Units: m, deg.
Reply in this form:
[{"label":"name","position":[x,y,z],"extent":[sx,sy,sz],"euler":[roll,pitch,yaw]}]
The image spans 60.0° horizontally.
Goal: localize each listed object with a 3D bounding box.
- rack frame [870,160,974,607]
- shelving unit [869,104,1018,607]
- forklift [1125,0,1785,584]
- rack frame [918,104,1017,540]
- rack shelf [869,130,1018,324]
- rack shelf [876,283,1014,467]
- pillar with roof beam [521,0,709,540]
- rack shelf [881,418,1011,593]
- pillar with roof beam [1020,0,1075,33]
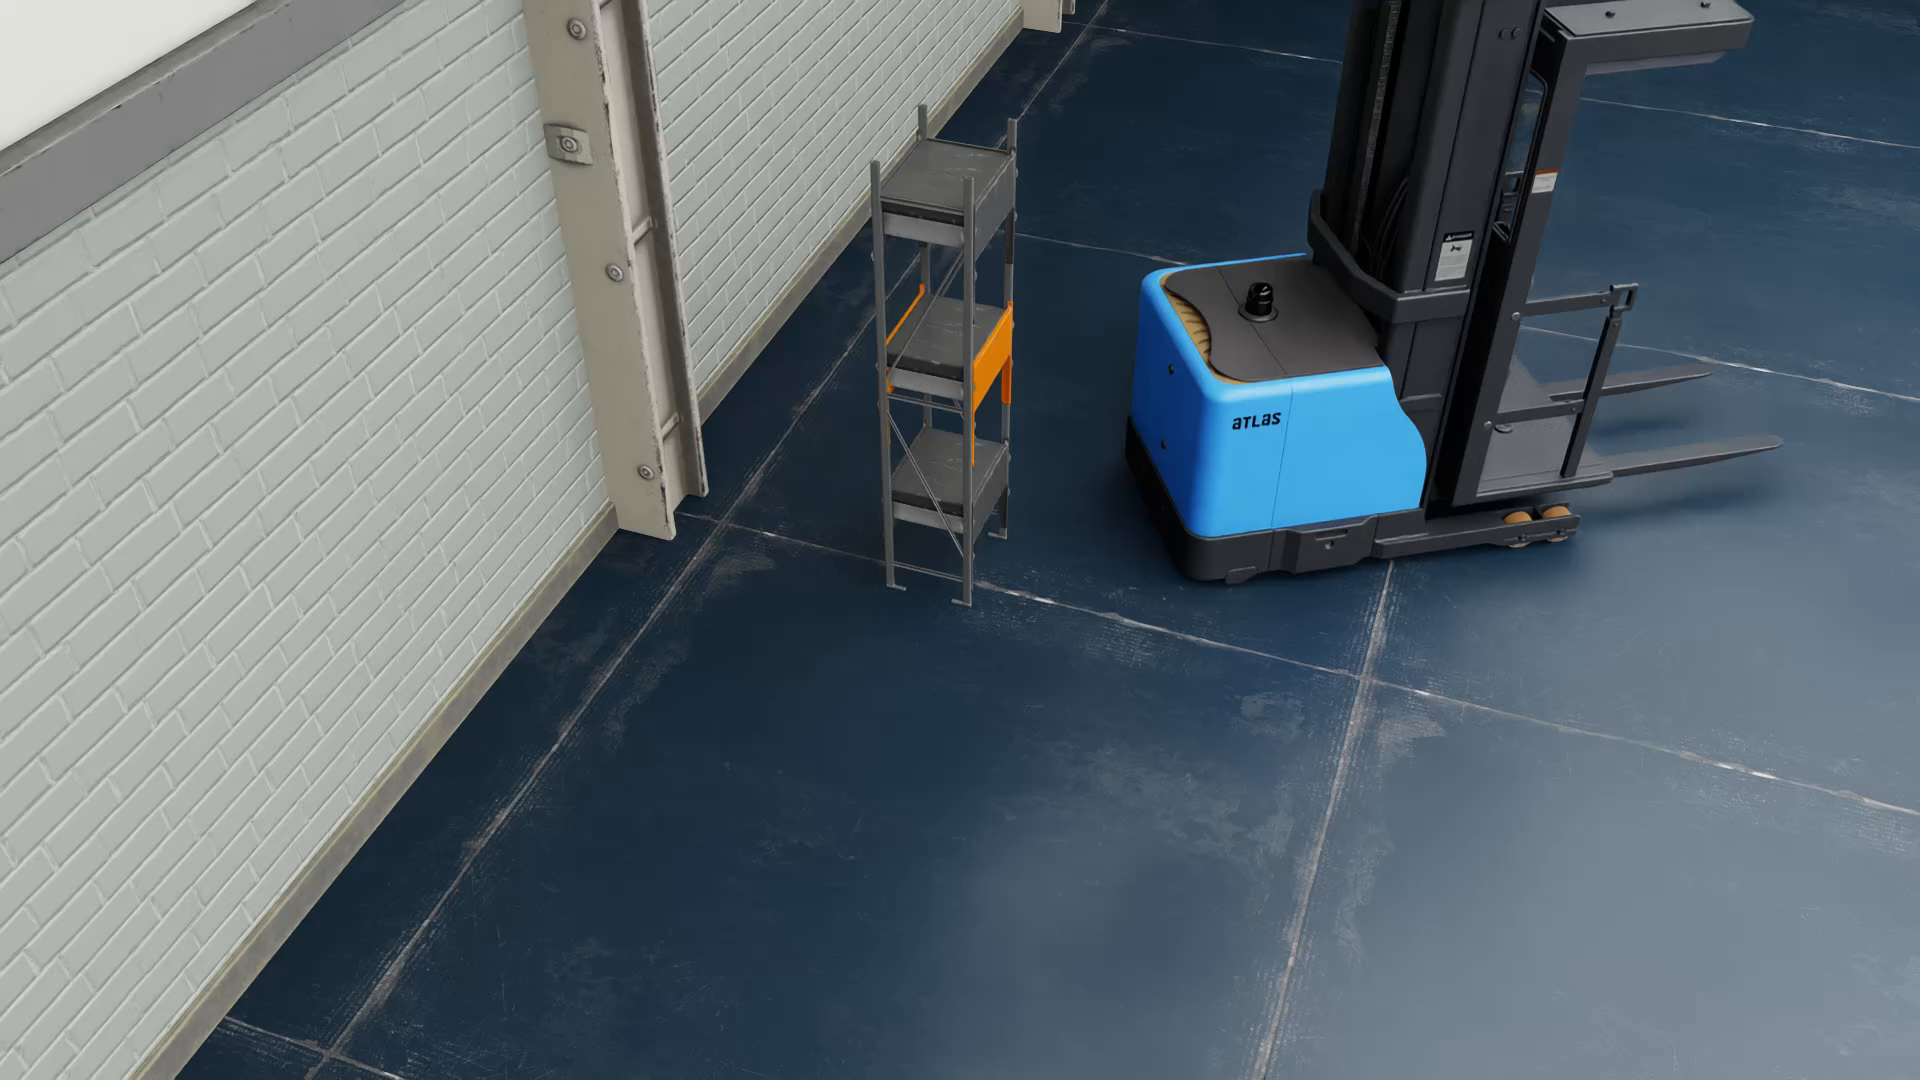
[{"label":"rack frame","position":[-0.140,-0.549,6.729],"extent":[0.400,2.100,0.015],"euler":[13,42,15]},{"label":"shelving unit","position":[-0.057,-0.698,6.904],"extent":[0.431,2.100,0.503],"euler":[13,42,15]},{"label":"forklift","position":[2.372,-1.407,7.095],"extent":[3.031,2.935,1.130],"euler":[-8,41,-9]},{"label":"rack frame","position":[0.027,-0.847,7.078],"extent":[0.400,2.100,0.015],"euler":[13,42,15]},{"label":"rack shelf","position":[-0.057,-1.220,6.458],"extent":[0.431,0.518,0.480],"euler":[13,42,15]},{"label":"rack shelf","position":[-0.057,-0.687,6.913],"extent":[0.431,0.518,0.480],"euler":[13,42,15]},{"label":"pillar with roof beam","position":[2.630,-2.620,3.841],"extent":[9.100,9.000,0.400],"euler":[13,42,15]},{"label":"rack shelf","position":[-0.057,-0.155,7.367],"extent":[0.431,0.518,0.480],"euler":[13,42,15]},{"label":"pillar with roof beam","position":[4.682,-6.279,8.131],"extent":[9.100,9.000,0.400],"euler":[13,42,15]}]
